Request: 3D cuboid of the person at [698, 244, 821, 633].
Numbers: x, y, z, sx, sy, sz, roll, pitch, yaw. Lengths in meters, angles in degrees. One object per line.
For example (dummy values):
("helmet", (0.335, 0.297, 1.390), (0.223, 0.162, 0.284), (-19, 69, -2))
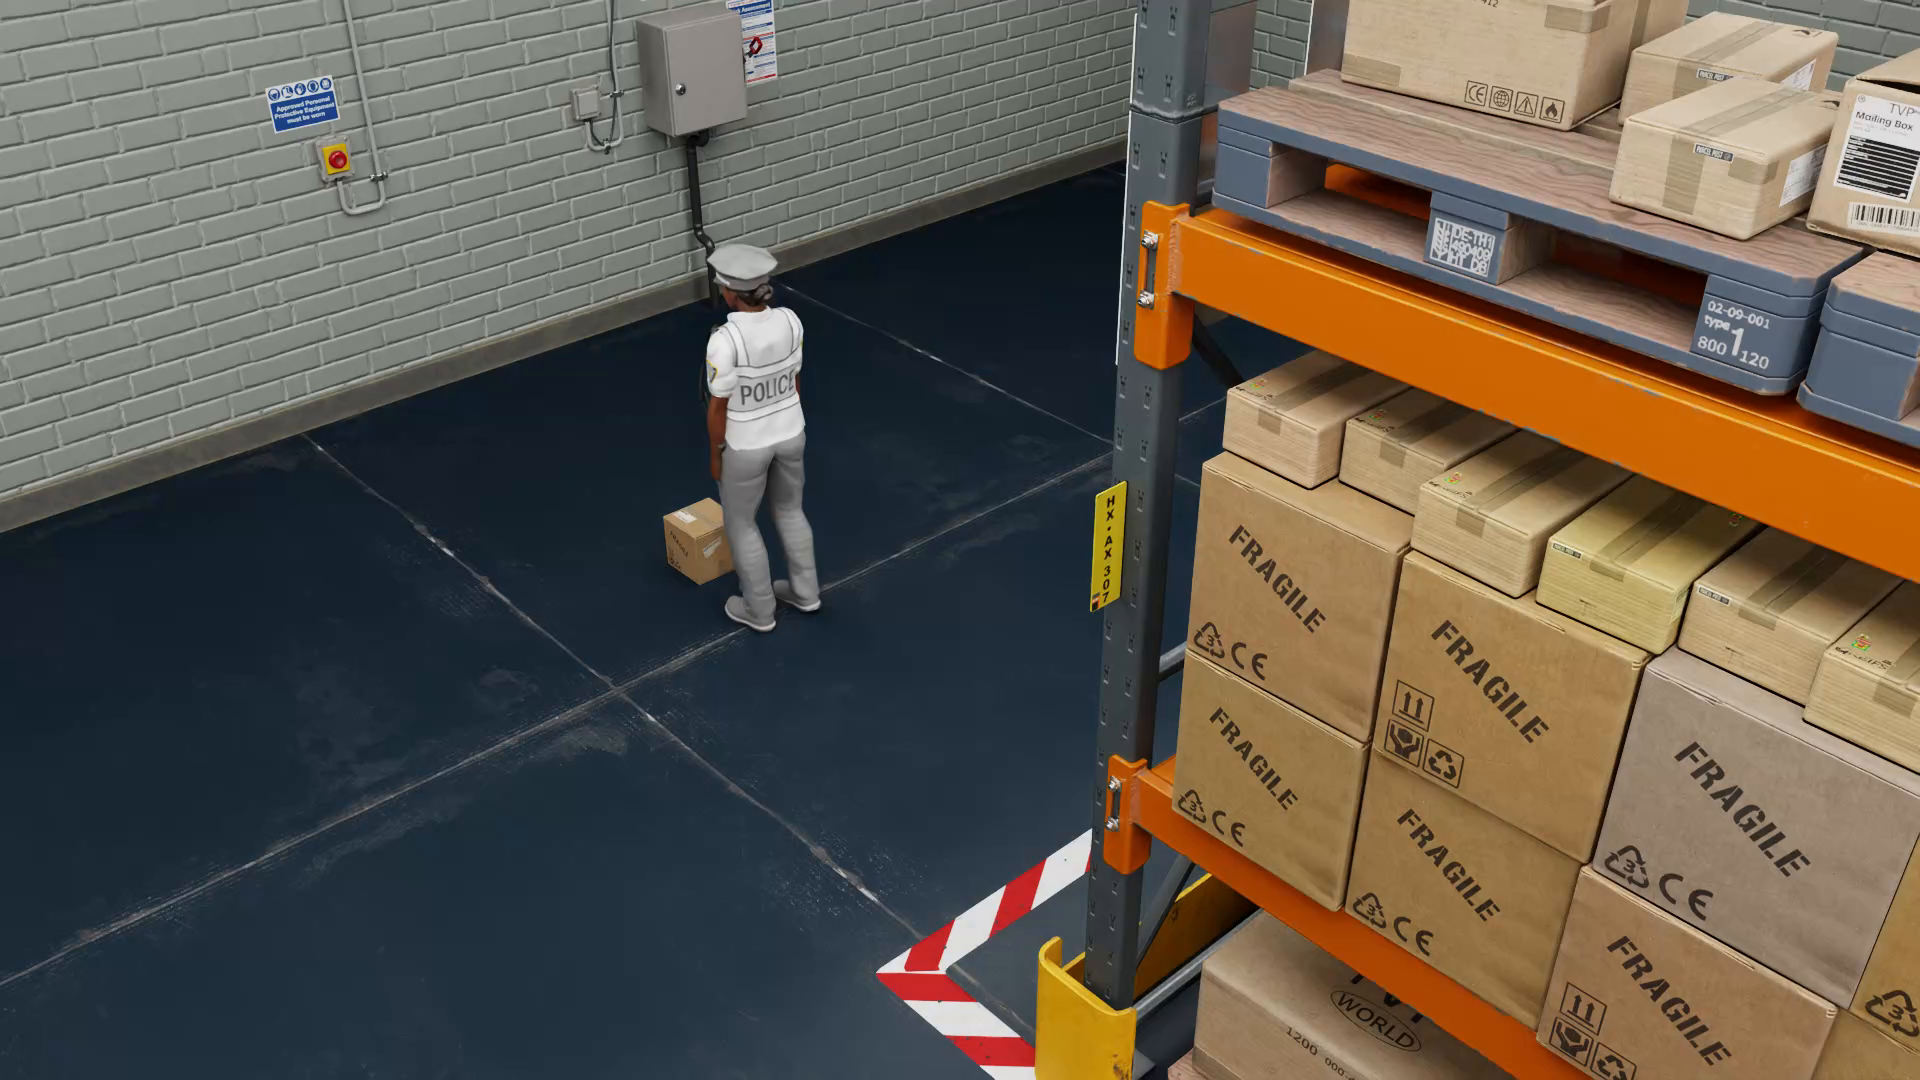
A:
("person", (-0.833, -0.388, 6.777), (0.438, 1.665, 0.341), (-25, 40, -34))
